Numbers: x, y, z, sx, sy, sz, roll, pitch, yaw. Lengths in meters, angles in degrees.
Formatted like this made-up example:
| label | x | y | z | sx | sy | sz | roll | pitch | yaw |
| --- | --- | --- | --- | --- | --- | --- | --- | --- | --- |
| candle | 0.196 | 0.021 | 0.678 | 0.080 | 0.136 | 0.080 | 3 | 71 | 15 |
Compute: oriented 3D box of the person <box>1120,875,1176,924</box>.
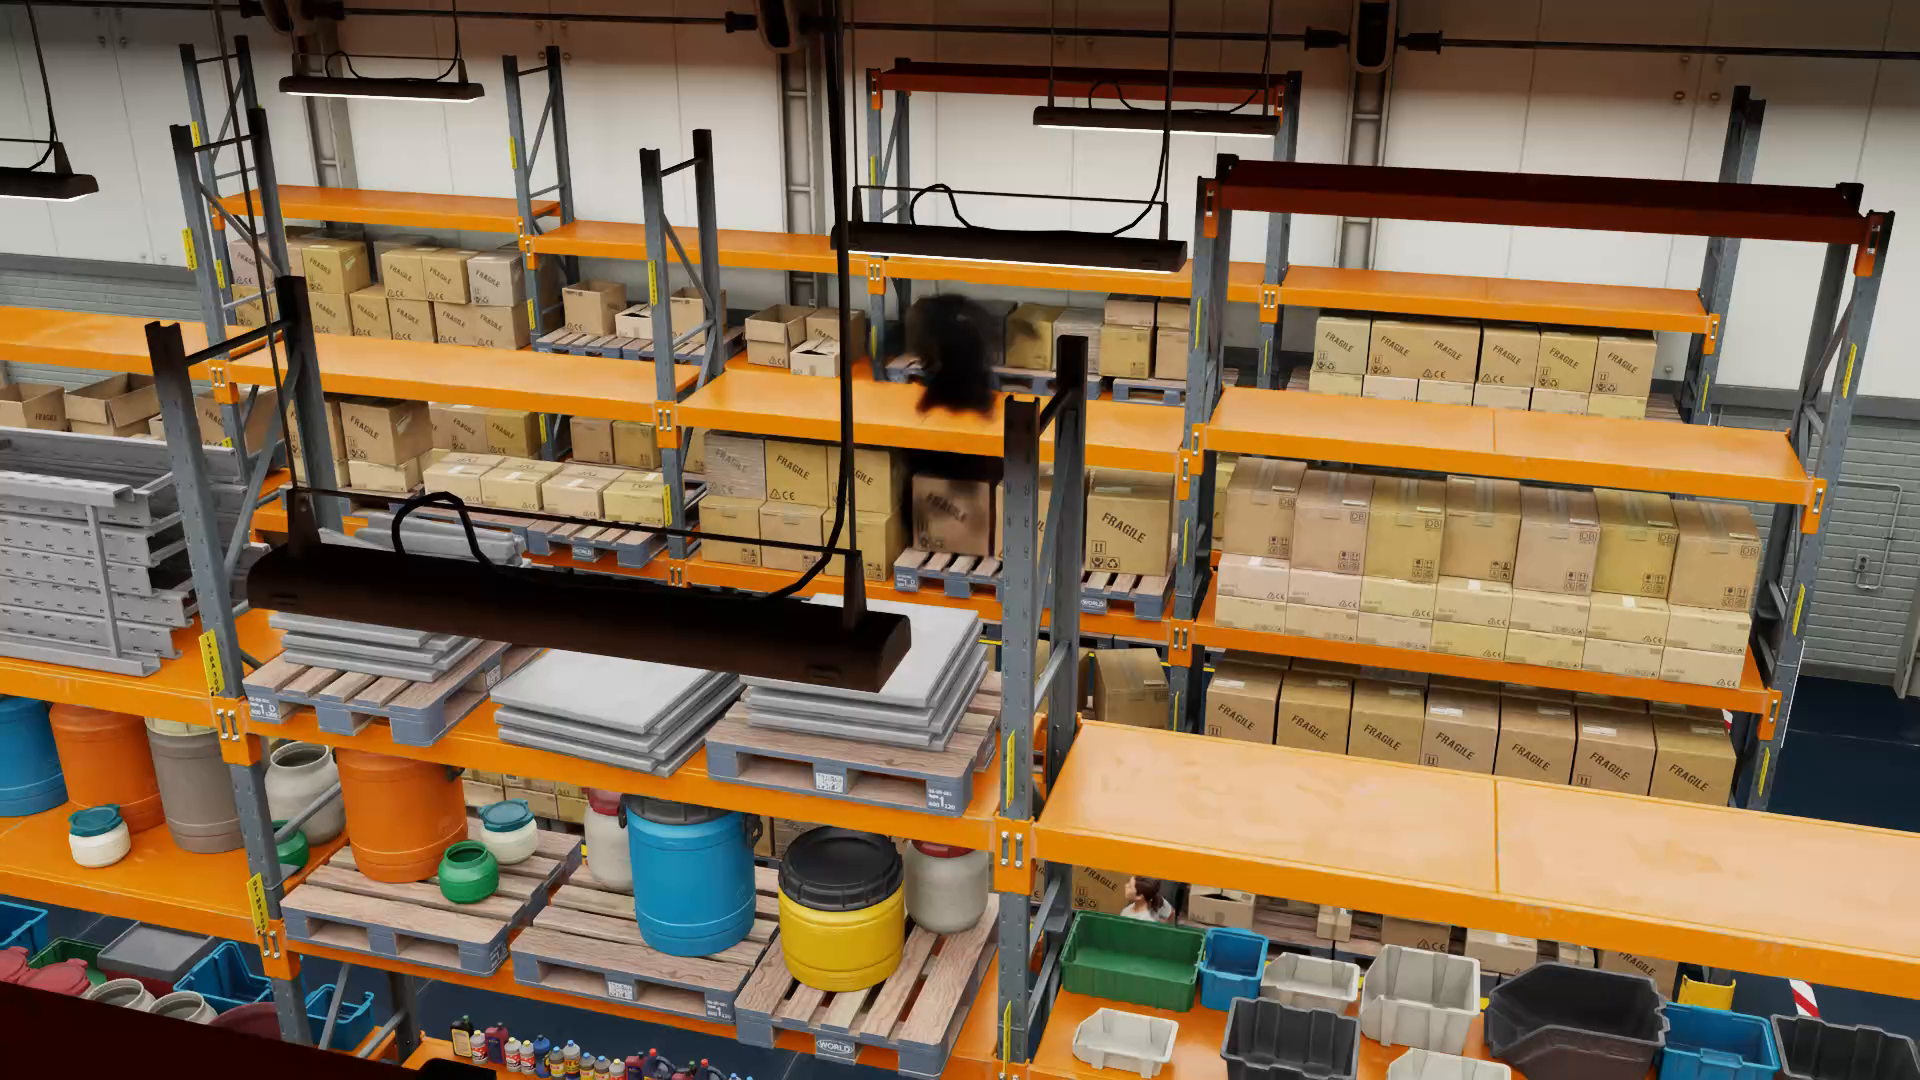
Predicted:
| label | x | y | z | sx | sy | sz | roll | pitch | yaw |
| --- | --- | --- | --- | --- | --- | --- | --- | --- | --- |
| person | 1.196 | 2.977 | 11.434 | 0.703 | 1.688 | 0.532 | 2 | 23 | 6 |
